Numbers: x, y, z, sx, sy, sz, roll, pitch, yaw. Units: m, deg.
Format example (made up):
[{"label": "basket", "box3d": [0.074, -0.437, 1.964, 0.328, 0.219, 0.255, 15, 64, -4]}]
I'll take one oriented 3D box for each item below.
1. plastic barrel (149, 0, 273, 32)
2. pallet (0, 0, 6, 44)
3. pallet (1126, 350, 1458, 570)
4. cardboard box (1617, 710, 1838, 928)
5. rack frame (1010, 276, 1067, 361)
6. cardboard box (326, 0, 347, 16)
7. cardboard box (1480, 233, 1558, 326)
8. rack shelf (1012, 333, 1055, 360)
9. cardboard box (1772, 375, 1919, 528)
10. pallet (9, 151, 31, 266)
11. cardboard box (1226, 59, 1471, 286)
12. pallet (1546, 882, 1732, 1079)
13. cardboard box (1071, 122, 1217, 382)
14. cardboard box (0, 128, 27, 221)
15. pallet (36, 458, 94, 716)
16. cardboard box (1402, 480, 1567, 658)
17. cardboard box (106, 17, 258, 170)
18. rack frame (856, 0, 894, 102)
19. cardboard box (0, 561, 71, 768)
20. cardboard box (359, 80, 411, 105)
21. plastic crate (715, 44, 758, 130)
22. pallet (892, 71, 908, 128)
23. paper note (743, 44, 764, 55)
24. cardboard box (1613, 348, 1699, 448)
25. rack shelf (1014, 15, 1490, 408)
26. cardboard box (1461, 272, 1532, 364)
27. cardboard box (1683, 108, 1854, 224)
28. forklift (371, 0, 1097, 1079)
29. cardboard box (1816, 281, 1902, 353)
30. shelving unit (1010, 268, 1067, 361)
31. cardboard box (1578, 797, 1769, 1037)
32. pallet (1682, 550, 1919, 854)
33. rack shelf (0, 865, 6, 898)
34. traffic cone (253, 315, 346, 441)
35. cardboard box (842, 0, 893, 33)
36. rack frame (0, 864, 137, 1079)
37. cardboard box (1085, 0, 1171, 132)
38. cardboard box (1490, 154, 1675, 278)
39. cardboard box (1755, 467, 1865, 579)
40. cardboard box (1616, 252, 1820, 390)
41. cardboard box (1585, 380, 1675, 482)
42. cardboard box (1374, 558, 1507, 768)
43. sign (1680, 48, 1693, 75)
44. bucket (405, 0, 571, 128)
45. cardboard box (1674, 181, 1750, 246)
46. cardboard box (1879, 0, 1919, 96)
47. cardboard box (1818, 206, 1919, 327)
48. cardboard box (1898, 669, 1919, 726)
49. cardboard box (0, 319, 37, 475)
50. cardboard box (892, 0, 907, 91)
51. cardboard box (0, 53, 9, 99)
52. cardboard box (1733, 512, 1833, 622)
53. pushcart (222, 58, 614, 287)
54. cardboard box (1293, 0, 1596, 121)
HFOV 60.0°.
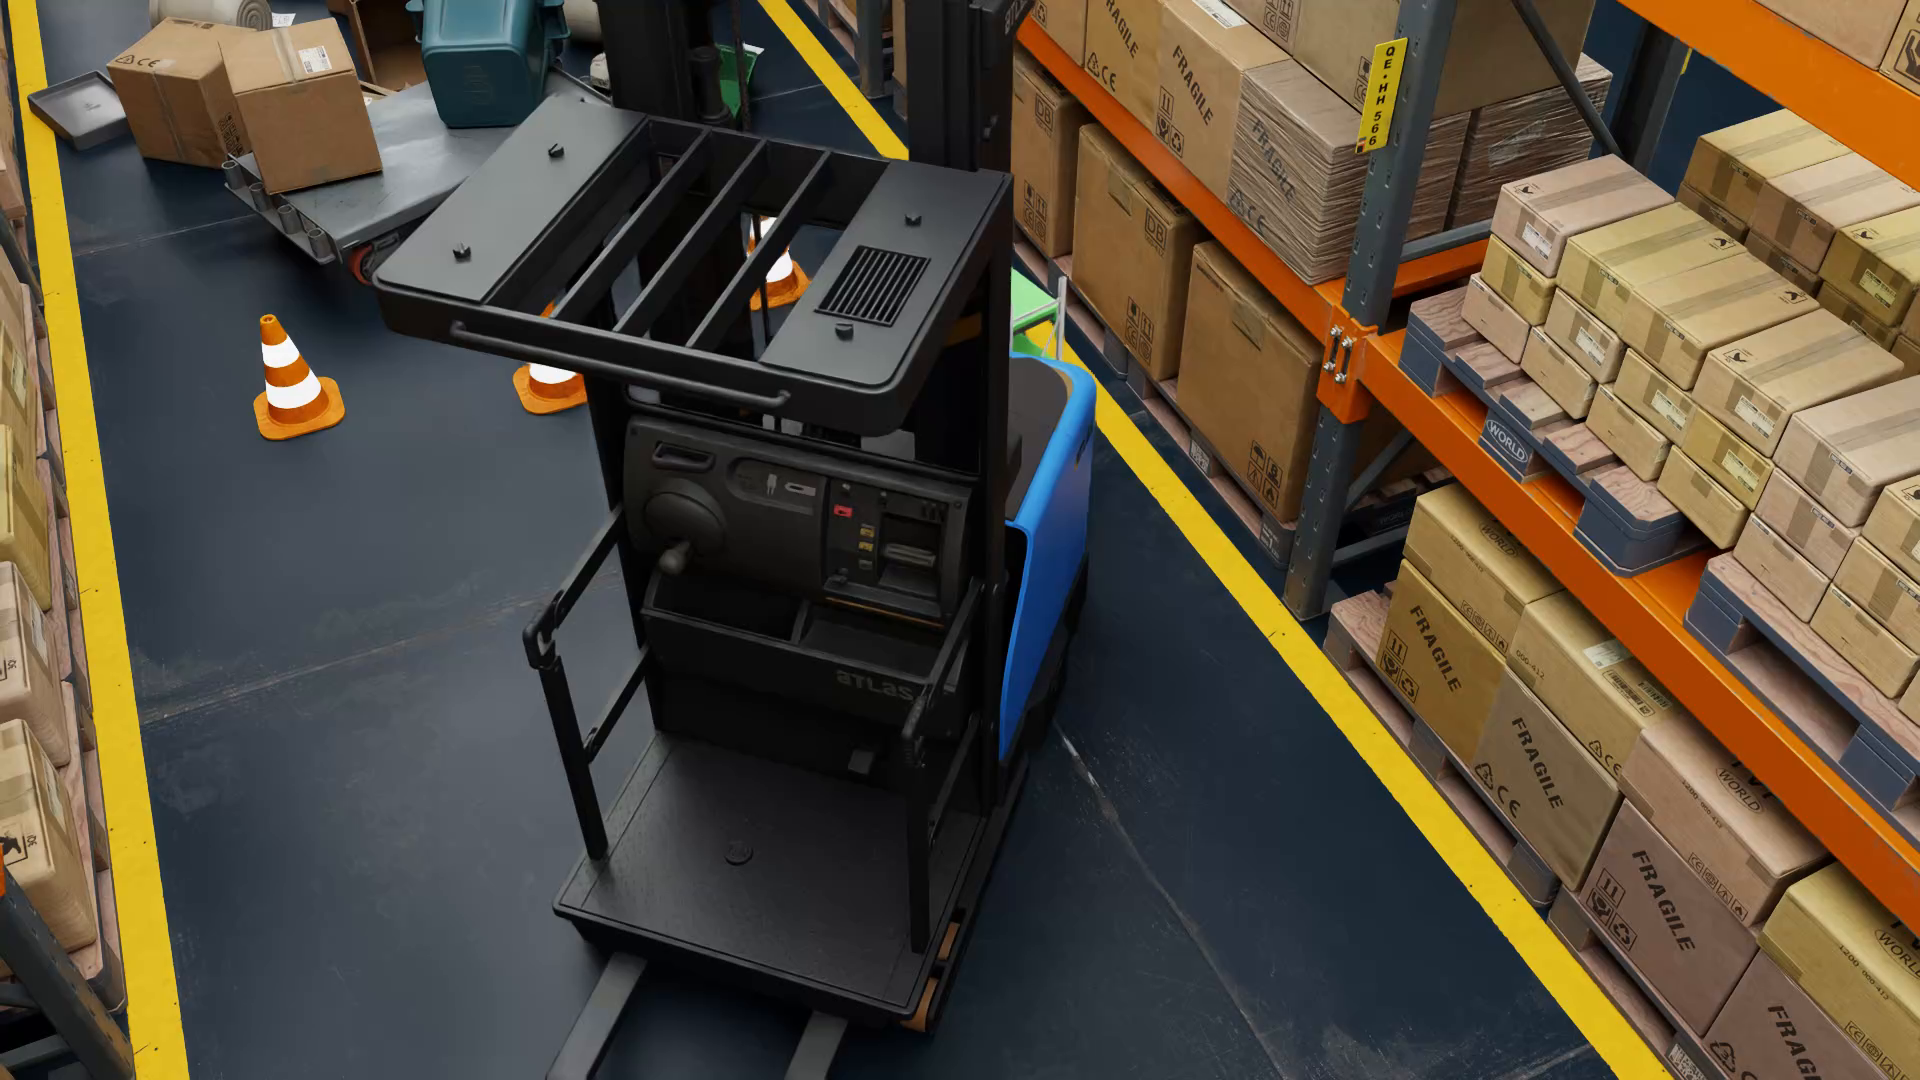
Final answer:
[{"label": "plastic barrel", "box3d": [-3.927, -2.740, 8.726, 0.512, 0.421, 0.421, 11, 46, 11]}, {"label": "pallet", "box3d": [-5.828, -2.957, 9.097, 1.003, 0.211, 1.213, -18, 47, -17]}, {"label": "pallet", "box3d": [1.380, -0.487, 6.593, 1.003, 0.211, 1.213, -18, 47, -17]}, {"label": "cardboard box", "box3d": [2.123, 0.672, 4.380, 0.500, 0.250, 0.500, -18, 47, -17]}, {"label": "rack frame", "box3d": [0.247, -0.378, 5.779, 0.240, 1.200, 0.015, -28, 51, -25]}, {"label": "cardboard box", "box3d": [-3.134, -3.266, 9.202, 0.637, 0.503, 0.797, 18, 47, 18]}, {"label": "cardboard box", "box3d": [1.664, -0.753, 4.546, 0.380, 0.149, 0.250, -16, 47, -16]}, {"label": "rack shelf", "box3d": [0.101, -0.641, 5.794, 0.258, 0.148, 0.480, -28, 51, -25]}, {"label": "cardboard box", "box3d": [2.103, -0.206, 3.779, 0.380, 0.149, 0.250, -16, 47, -16]}, {"label": "pallet", "box3d": [-4.802, -1.402, 7.521, 1.003, 0.211, 1.213, -18, 47, -17]}, {"label": "cardboard box", "box3d": [1.210, -1.198, 5.257, 0.500, 0.500, 0.500, -18, 47, -17]}, {"label": "pallet", "box3d": [2.480, 1.313, 4.769, 1.003, 0.211, 1.213, -18, 47, -17]}, {"label": "cardboard box", "box3d": [1.098, -1.274, 6.708, 1.050, 0.750, 0.750, -17, 47, -17]}, {"label": "cardboard box", "box3d": [-4.490, -1.604, 7.398, 0.500, 0.250, 0.500, -20, 48, -19]}, {"label": "pallet", "box3d": [-3.642, 0.290, 5.806, 1.003, 0.211, 1.213, -18, 47, -17]}, {"label": "cardboard box", "box3d": [1.714, 0.030, 5.031, 0.500, 0.250, 0.500, -20, 48, -19]}, {"label": "cardboard box", "box3d": [-3.703, -2.173, 8.095, 0.500, 0.500, 0.500, 11, 46, 11]}, {"label": "rack frame", "box3d": [-0.039, -3.504, 7.665, 1.000, 3.000, 0.127, -18, 47, -17]}, {"label": "cardboard box", "box3d": [-3.351, 0.527, 5.152, 0.950, 0.372, 0.625, -19, 48, -18]}, {"label": "cardboard box", "box3d": [-2.882, -2.157, 8.247, 0.396, 0.266, 0.258, 18, 47, 18]}, {"label": "plastic crate", "box3d": [-1.300, -2.247, 8.353, 0.450, 0.188, 0.662, 11, 45, -3]}, {"label": "pallet", "box3d": [0.354, -2.041, 8.169, 1.003, 0.211, 1.213, -18, 47, -17]}, {"label": "paper note", "box3d": [-1.143, -2.608, 8.871, 0.142, 0.020, 0.147, 18, 47, 18]}, {"label": "cardboard box", "box3d": [1.895, -0.412, 4.200, 0.380, 0.149, 0.250, -19, 48, -19]}, {"label": "rack shelf", "box3d": [0.802, -1.973, 6.626, 1.077, 0.370, 4.000, -18, 47, -17]}, {"label": "cardboard box", "box3d": [1.648, -0.670, 4.673, 0.380, 0.149, 0.250, -19, 48, -18]}, {"label": "cardboard box", "box3d": [2.265, -1.049, 4.634, 0.380, 0.149, 0.250, -20, 48, -19]}, {"label": "forklift", "box3d": [-0.496, 0.049, 4.113, 1.130, 2.935, 3.031, 13, 46, 13]}, {"label": "cardboard box", "box3d": [2.491, -0.604, 4.394, 0.380, 0.149, 0.250, -17, 47, -16]}, {"label": "shelving unit", "box3d": [0.101, -0.515, 5.918, 0.258, 1.200, 0.503, -28, 51, -25]}, {"label": "cardboard box", "box3d": [2.144, 0.957, 4.625, 0.500, 0.500, 0.500, -19, 48, -18]}, {"label": "pallet", "box3d": [2.513, 0.363, 3.883, 1.003, 0.211, 1.213, -18, 47, -17]}, {"label": "rack shelf", "box3d": [-1.964, 2.102, 2.496, 1.077, 0.370, 4.000, -18, 47, -17]}, {"label": "traffic cone", "box3d": [-2.696, -0.698, 6.627, 0.336, 0.463, 0.334, -18, 47, -17]}, {"label": "cardboard box", "box3d": [-0.240, -3.318, 8.691, 0.875, 0.875, 0.875, -17, 47, -17]}, {"label": "rack frame", "box3d": [-2.805, 0.572, 3.535, 1.000, 3.000, 0.127, -18, 47, -17]}, {"label": "cardboard box", "box3d": [0.792, -1.835, 5.903, 0.500, 0.500, 0.500, -19, 48, -18]}, {"label": "cardboard box", "box3d": [1.664, -0.872, 4.454, 0.380, 0.149, 0.250, -18, 47, -17]}, {"label": "cardboard box", "box3d": [2.106, -0.092, 3.876, 0.380, 0.149, 0.250, -18, 47, -17]}, {"label": "cardboard box", "box3d": [1.876, -0.547, 4.125, 0.380, 0.149, 0.250, -18, 47, -18]}, {"label": "cardboard box", "box3d": [1.875, -0.327, 4.326, 0.380, 0.149, 0.250, -16, 47, -15]}, {"label": "cardboard box", "box3d": [1.709, 0.312, 5.279, 0.500, 0.500, 0.500, -20, 48, -19]}, {"label": "sign", "box3d": [2.132, -1.505, 4.871, 0.100, 0.325, 0.005, -18, 47, -17]}, {"label": "bucket", "box3d": [-2.188, -2.285, 7.679, 0.726, 0.611, 0.620, -3, 55, -3]}, {"label": "cardboard box", "box3d": [2.264, -0.940, 4.735, 0.380, 0.149, 0.250, -17, 47, -17]}, {"label": "cardboard box", "box3d": [2.074, -0.982, 2.902, 0.500, 0.500, 0.500, -18, 47, -17]}, {"label": "cardboard box", "box3d": [2.479, -0.722, 4.302, 0.380, 0.149, 0.250, -17, 47, -16]}, {"label": "cardboard box", "box3d": [2.316, 0.341, 3.649, 0.380, 0.149, 0.250, -19, 48, -19]}, {"label": "cardboard box", "box3d": [-3.959, -0.401, 6.092, 0.950, 0.372, 0.625, -15, 47, -15]}, {"label": "cardboard box", "box3d": [0.304, -2.483, 7.934, 1.050, 0.750, 0.750, -18, 47, -18]}, {"label": "cardboard box", "box3d": [-4.951, -2.278, 8.082, 0.500, 0.250, 0.500, -19, 48, -18]}, {"label": "cardboard box", "box3d": [2.104, 0.013, 3.981, 0.380, 0.149, 0.250, -17, 47, -16]}, {"label": "pushcart", "box3d": [-2.440, -1.749, 7.754, 1.648, 0.377, 0.936, -35, 54, -30]}, {"label": "cardboard box", "box3d": [1.464, -1.635, 4.988, 0.700, 0.500, 0.500, -18, 47, -18]}]
